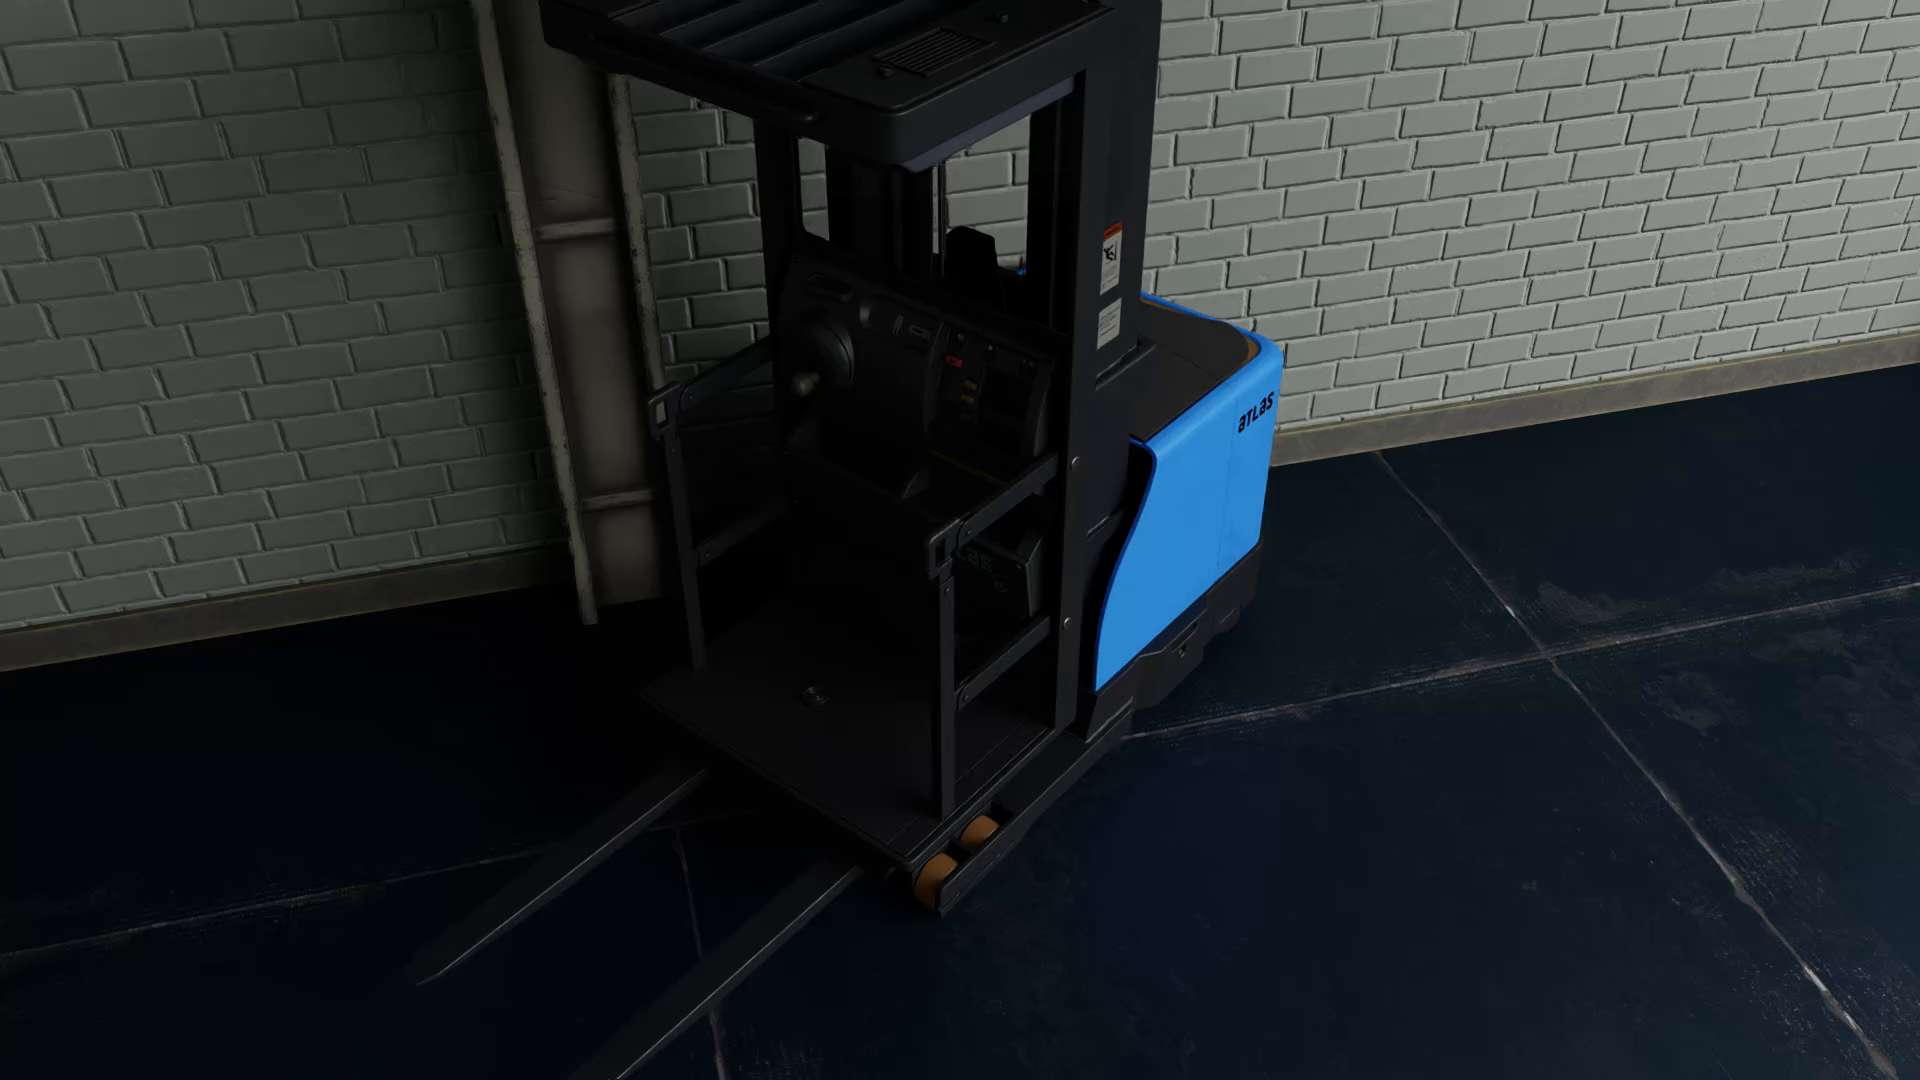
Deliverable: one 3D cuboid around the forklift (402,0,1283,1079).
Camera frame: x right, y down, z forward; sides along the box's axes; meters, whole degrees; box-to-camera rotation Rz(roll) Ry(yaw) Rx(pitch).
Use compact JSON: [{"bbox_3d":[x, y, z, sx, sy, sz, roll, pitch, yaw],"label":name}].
[{"bbox_3d":[-0.265,-0.428,4.398,1.130,2.935,3.031,26,45,30],"label":"forklift"}]
